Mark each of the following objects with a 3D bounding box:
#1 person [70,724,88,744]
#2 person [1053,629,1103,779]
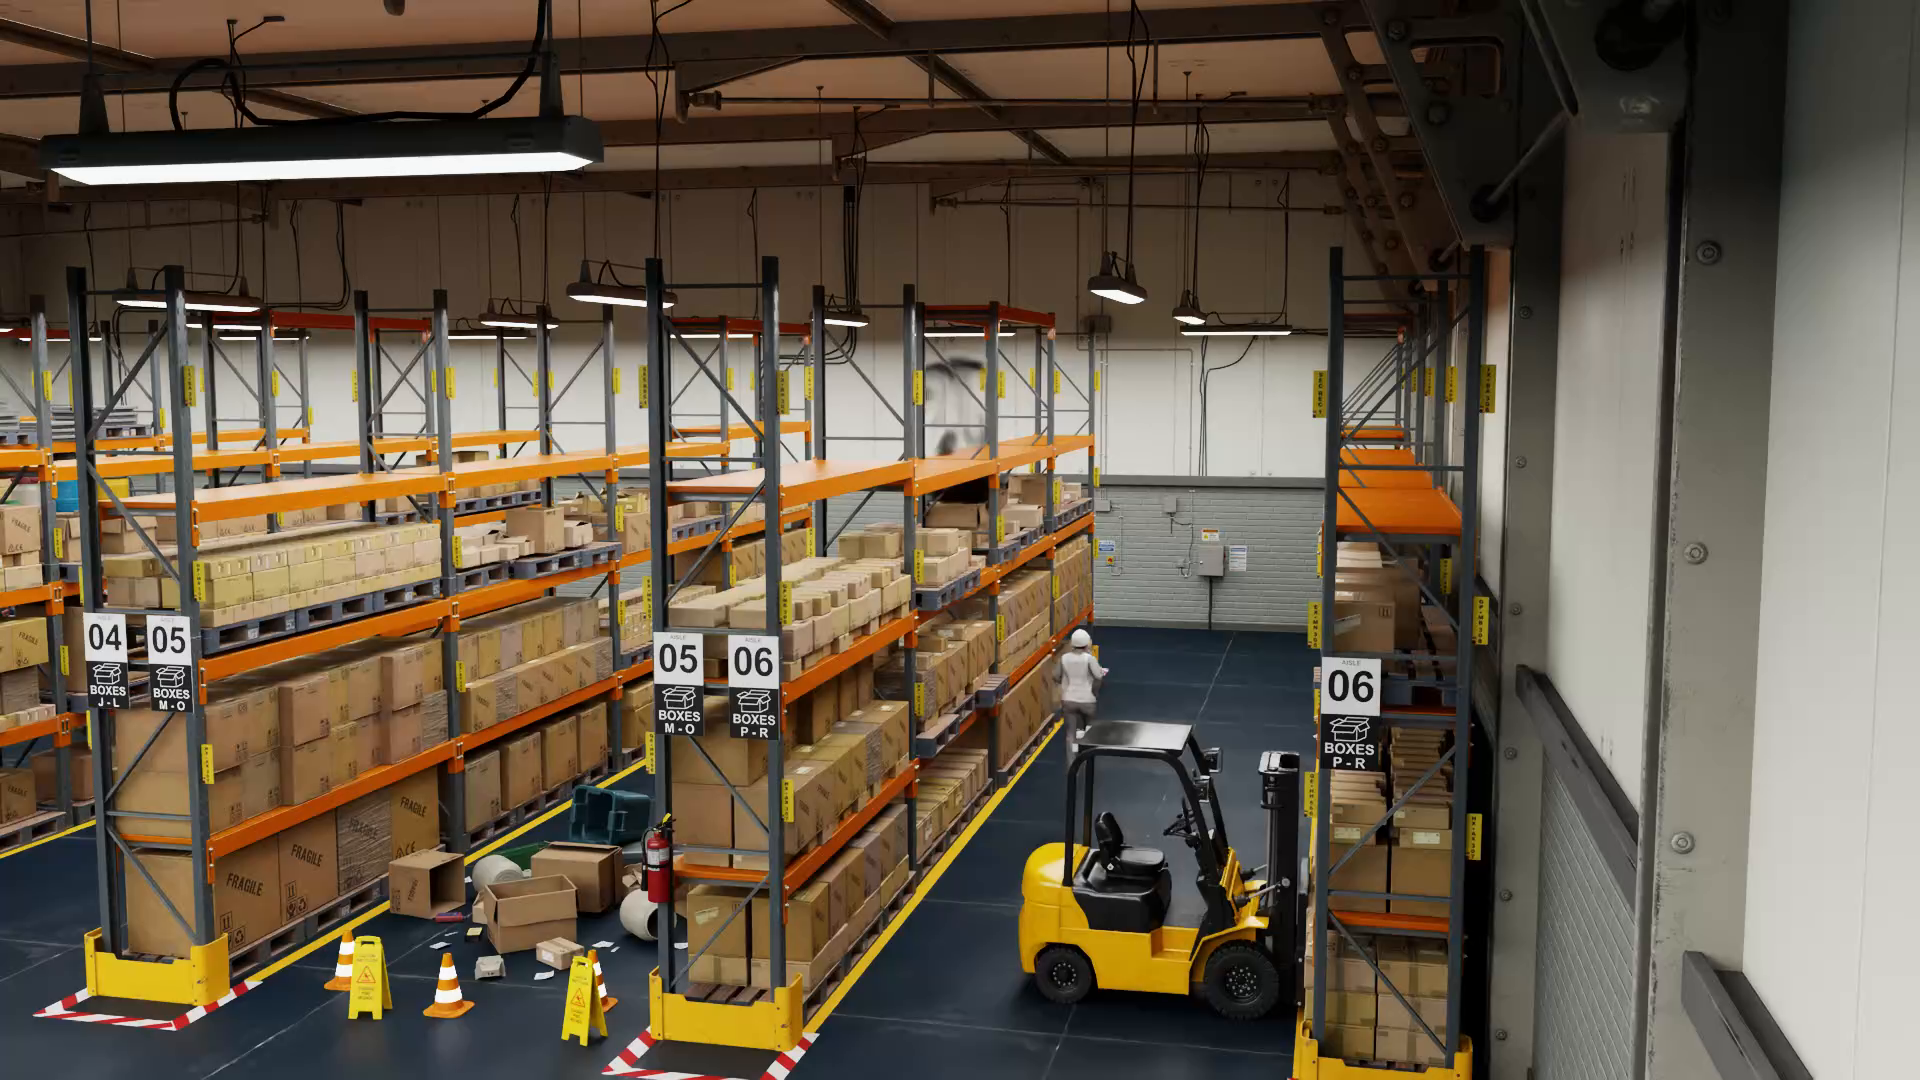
[{"bbox_3d":[-11.712,2.142,21.983,0.608,1.670,1.052,1,6,7],"label":"person"},{"bbox_3d":[1.437,1.998,20.063,0.652,1.868,0.726,1,6,14],"label":"person"}]
